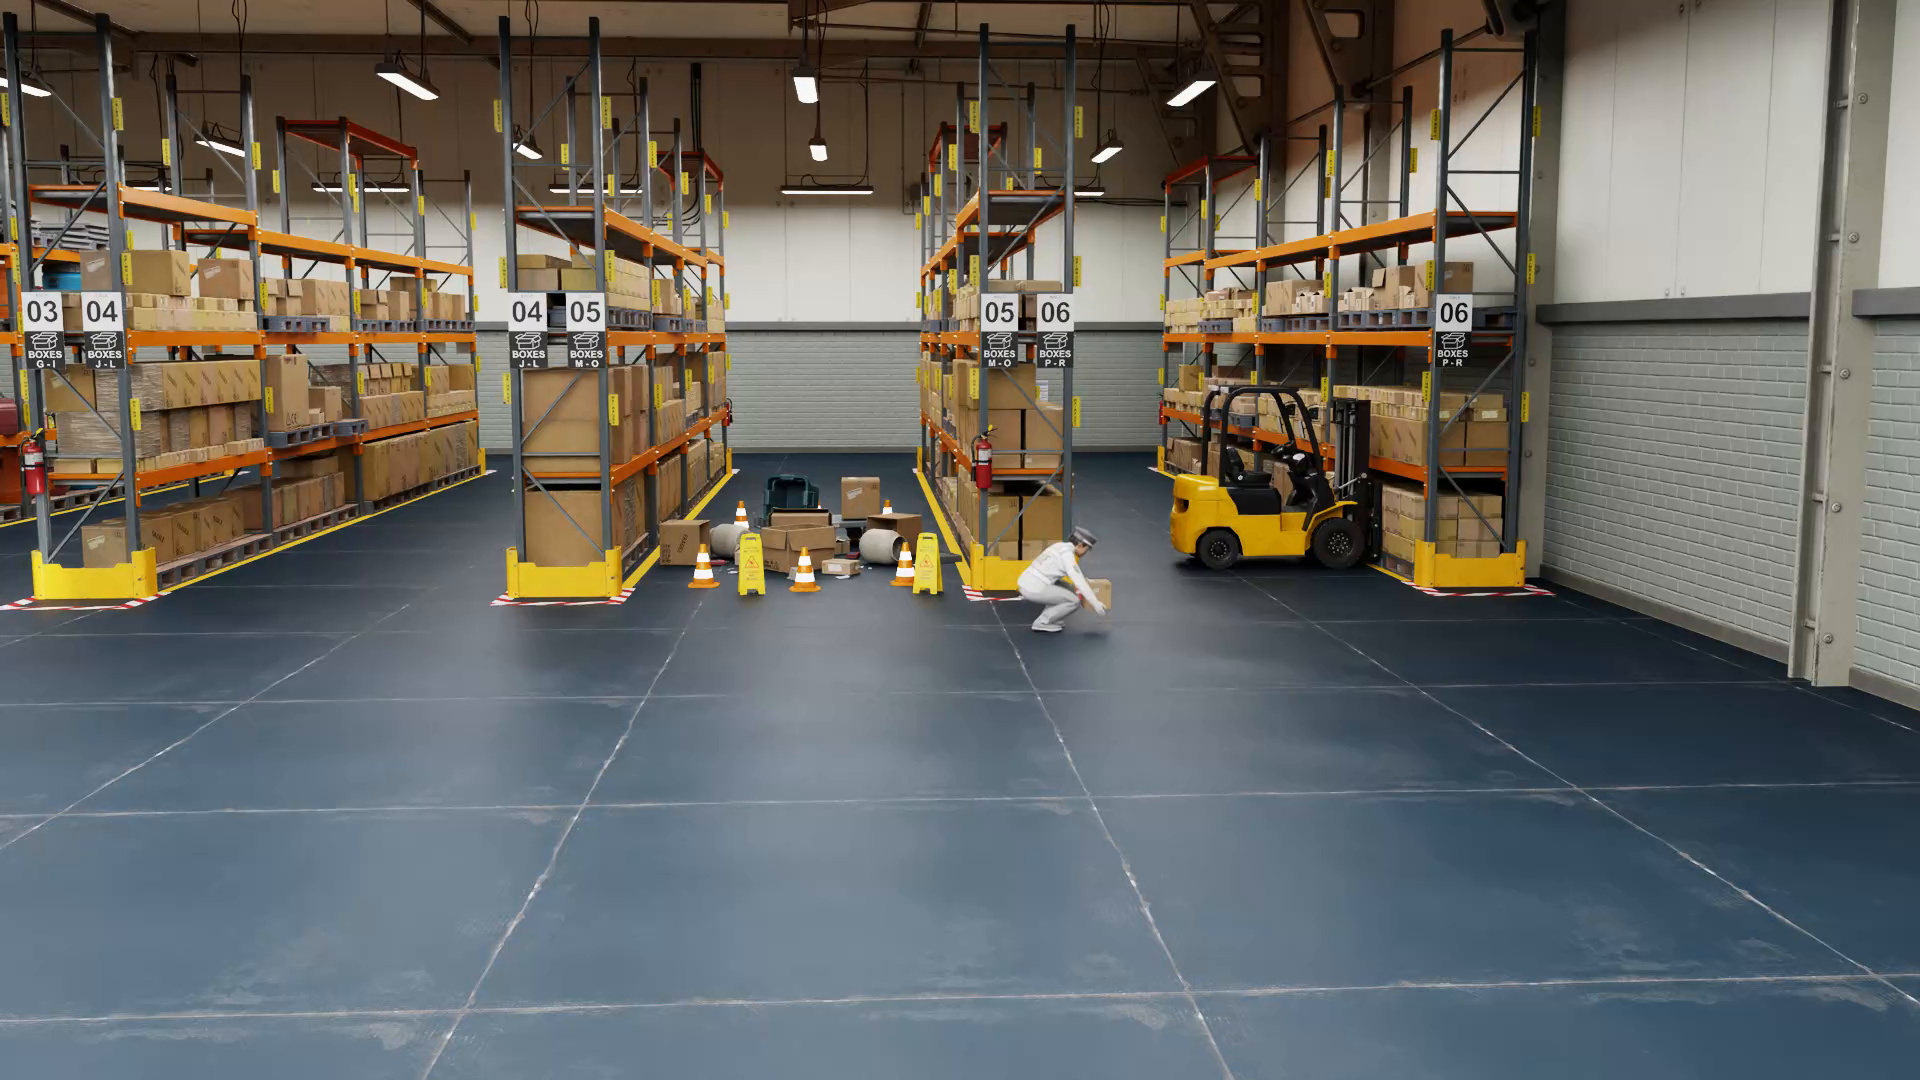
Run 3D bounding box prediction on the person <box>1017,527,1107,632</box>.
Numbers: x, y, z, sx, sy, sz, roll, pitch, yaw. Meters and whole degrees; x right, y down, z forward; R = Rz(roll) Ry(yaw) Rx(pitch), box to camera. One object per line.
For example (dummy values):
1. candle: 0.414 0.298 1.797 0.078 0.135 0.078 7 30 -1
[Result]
1. person: 0.957 0.367 15.676 0.837 0.971 0.470 -1 7 -5
